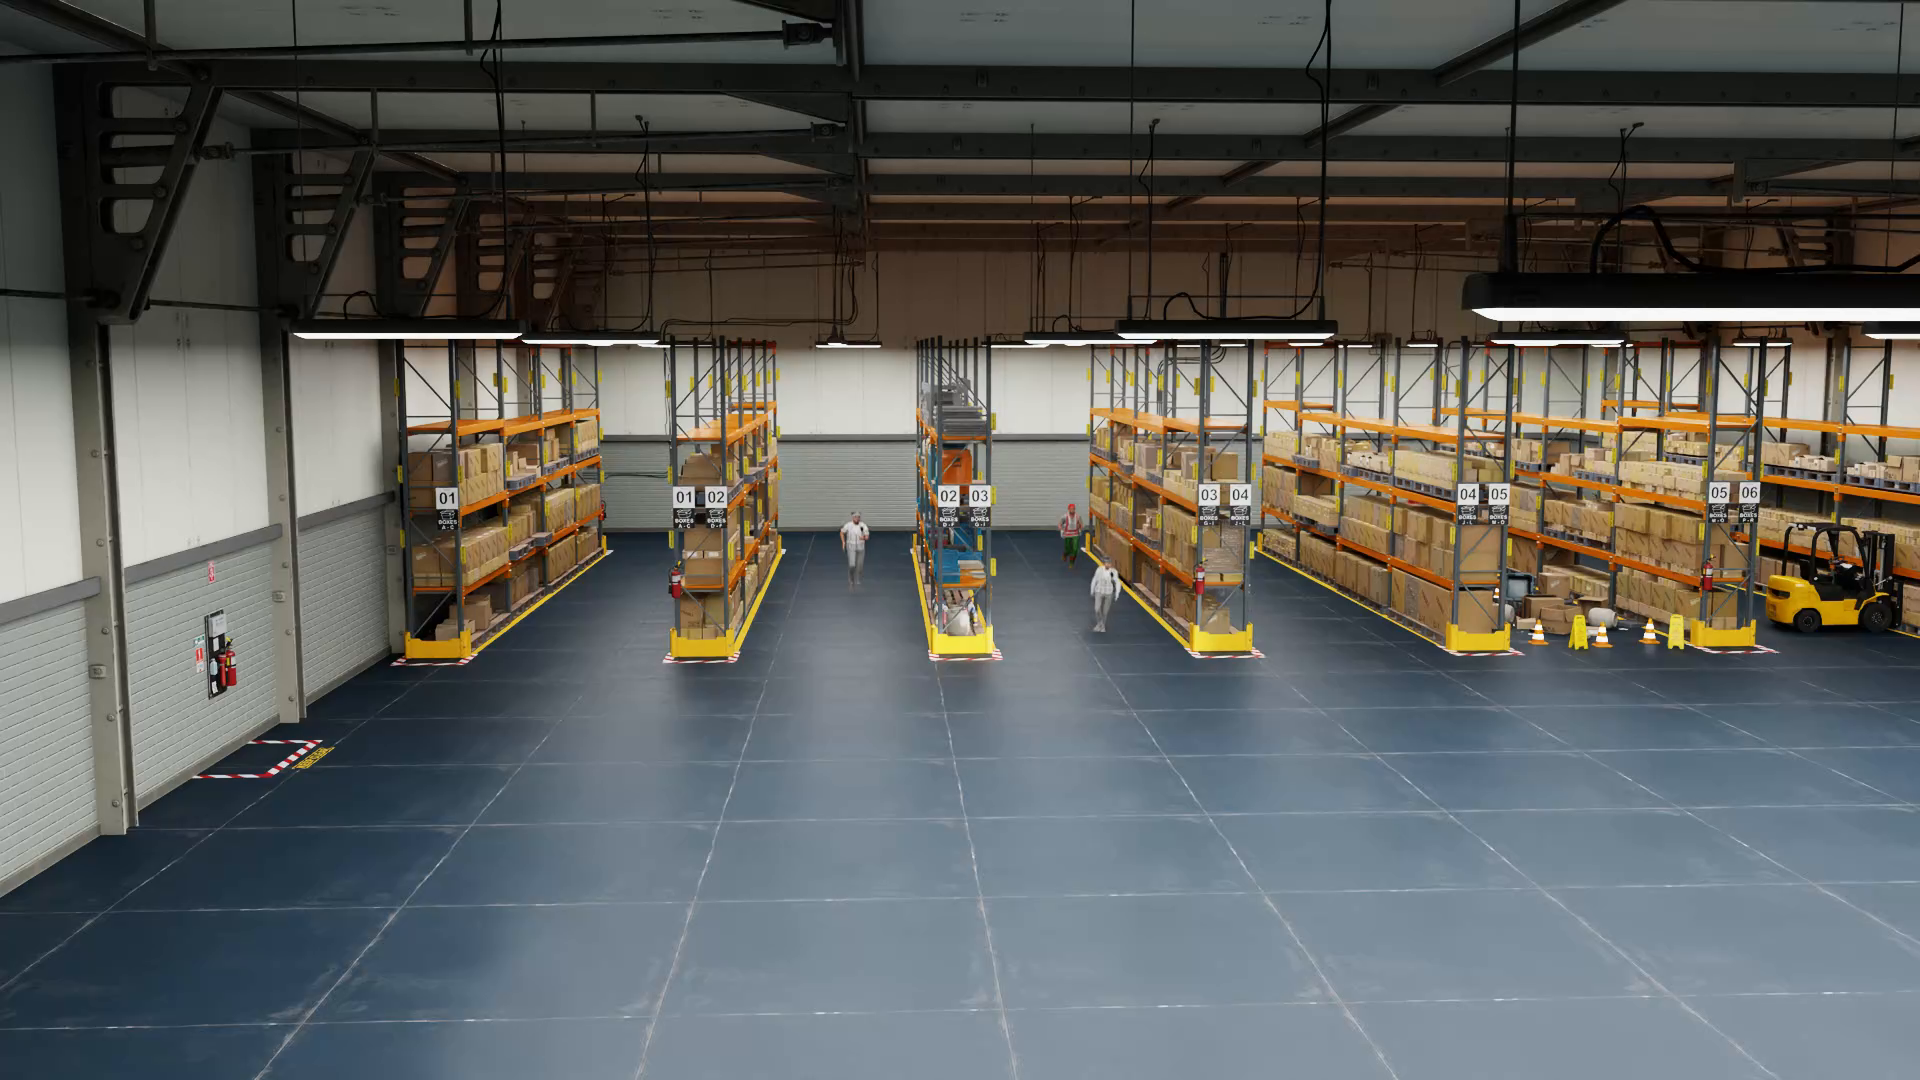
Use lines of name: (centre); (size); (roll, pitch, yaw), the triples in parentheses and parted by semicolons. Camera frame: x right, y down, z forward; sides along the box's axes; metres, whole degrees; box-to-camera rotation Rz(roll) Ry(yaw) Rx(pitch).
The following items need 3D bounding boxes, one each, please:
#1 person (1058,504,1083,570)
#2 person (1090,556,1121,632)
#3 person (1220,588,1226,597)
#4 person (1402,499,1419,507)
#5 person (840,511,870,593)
person: (2.919, -0.106, 43.873); (0.679, 1.735, 0.676); (-2, 7, -13)
person: (2.953, 1.095, 33.661); (0.590, 1.604, 0.698); (0, 6, -1)
person: (6.342, 0.480, 39.123); (0.615, 1.683, 0.749); (1, 7, 6)
person: (13.447, -0.749, 49.403); (0.838, 1.783, 0.651); (-1, 7, -11)
person: (-2.393, 0.262, 38.089); (0.645, 1.882, 0.715); (-1, 7, -10)
